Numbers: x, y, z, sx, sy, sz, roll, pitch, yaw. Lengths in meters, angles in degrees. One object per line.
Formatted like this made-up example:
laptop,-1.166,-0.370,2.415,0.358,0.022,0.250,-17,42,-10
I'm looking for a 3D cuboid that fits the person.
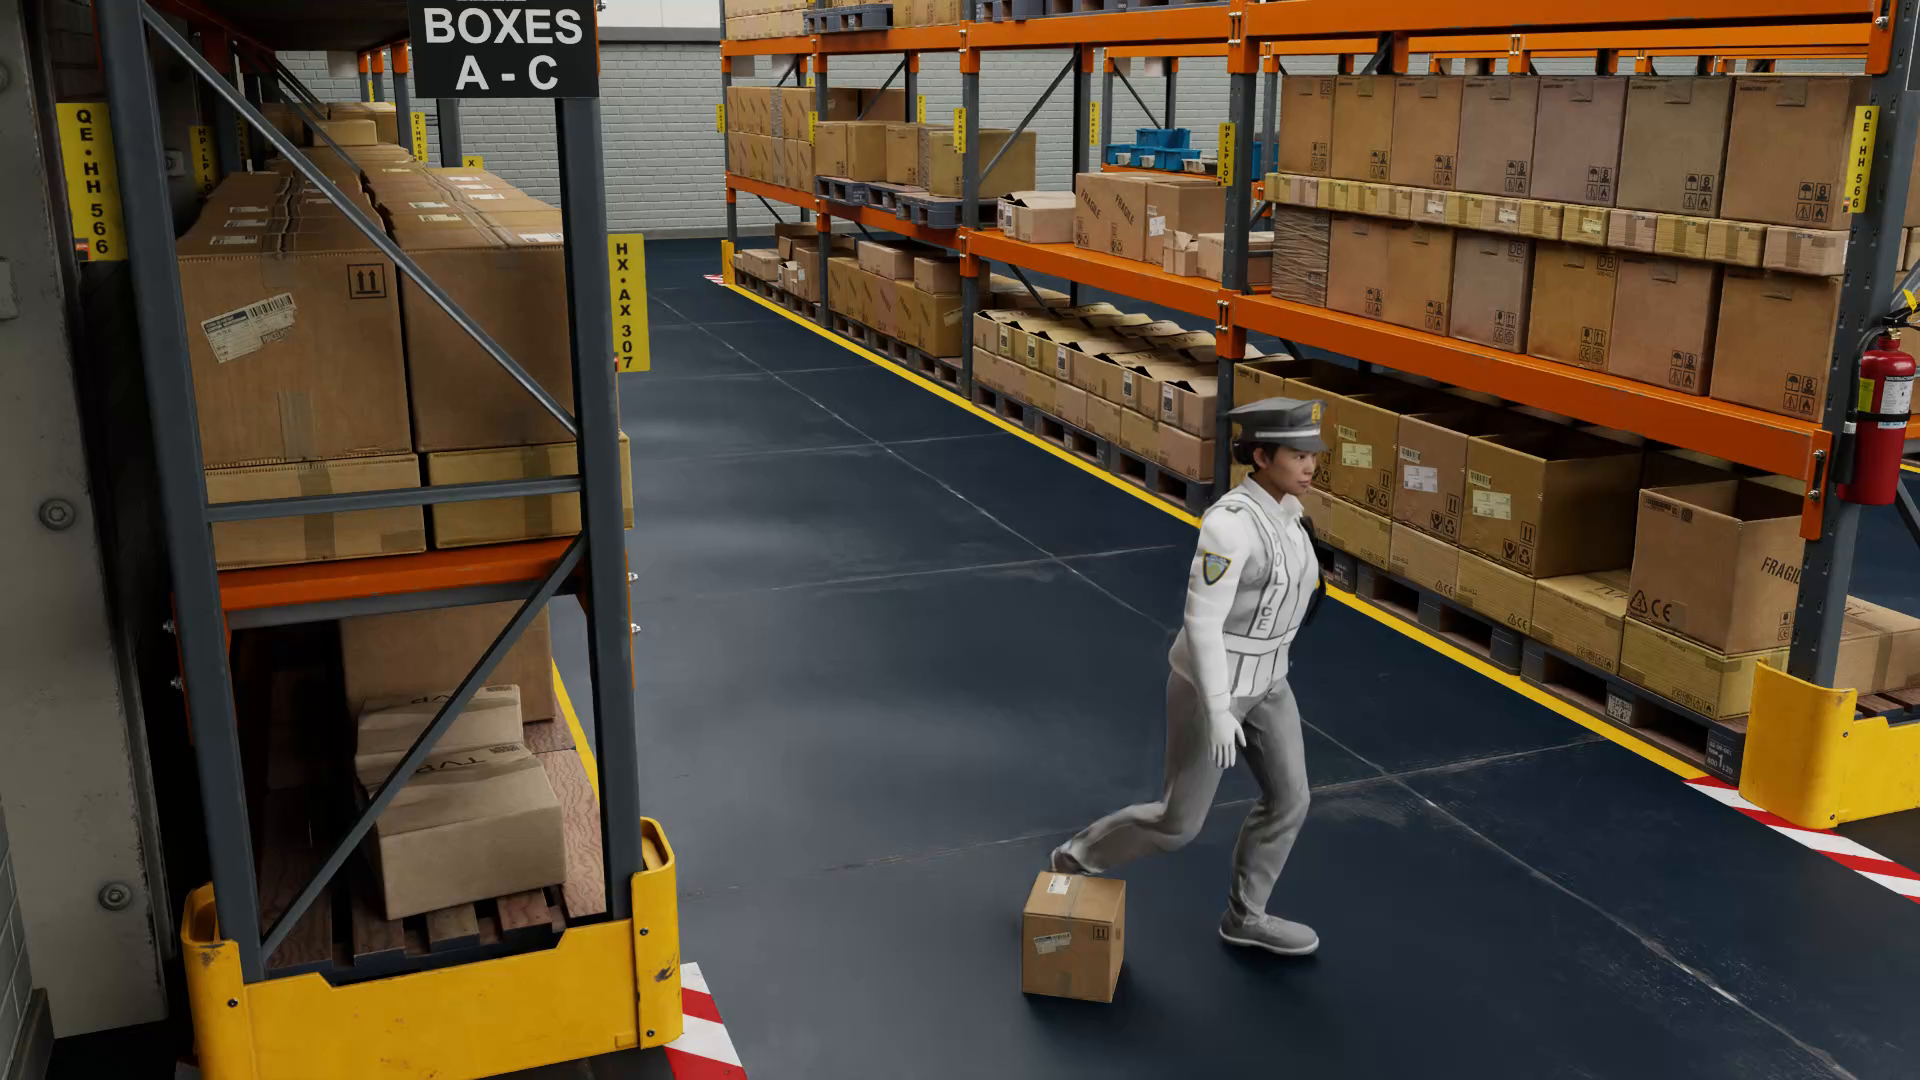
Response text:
person,0.790,-0.004,4.469,0.377,0.794,0.375,11,19,34
